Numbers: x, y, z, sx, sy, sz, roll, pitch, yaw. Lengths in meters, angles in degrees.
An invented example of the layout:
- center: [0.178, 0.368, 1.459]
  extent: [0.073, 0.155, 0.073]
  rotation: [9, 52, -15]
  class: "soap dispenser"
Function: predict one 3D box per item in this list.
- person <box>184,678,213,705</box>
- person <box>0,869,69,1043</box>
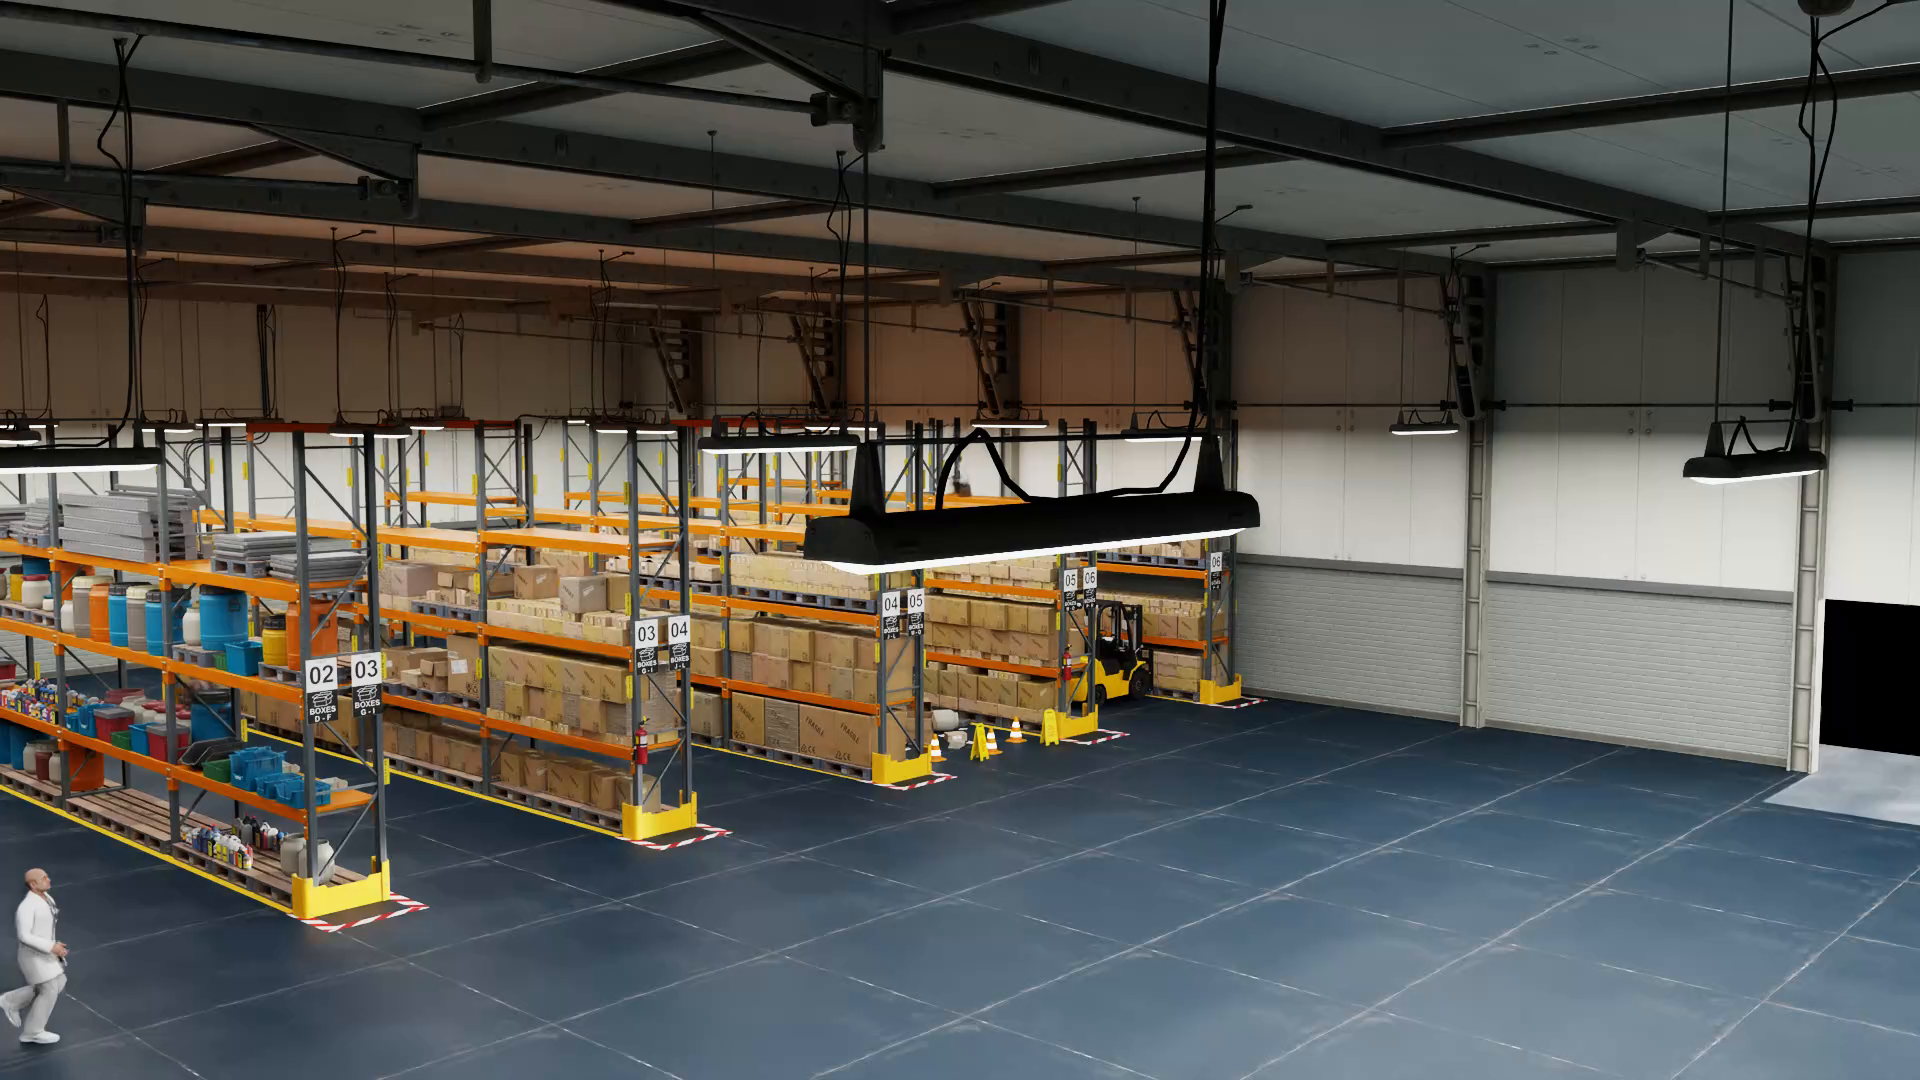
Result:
- center: [-13.183, 3.082, 28.956]
  extent: [0.776, 1.826, 0.685]
  rotation: [3, 6, 33]
  class: "person"
- center: [-9.205, 4.127, 16.524]
  extent: [0.704, 1.741, 0.740]
  rotation: [-1, 5, -15]
  class: "person"
